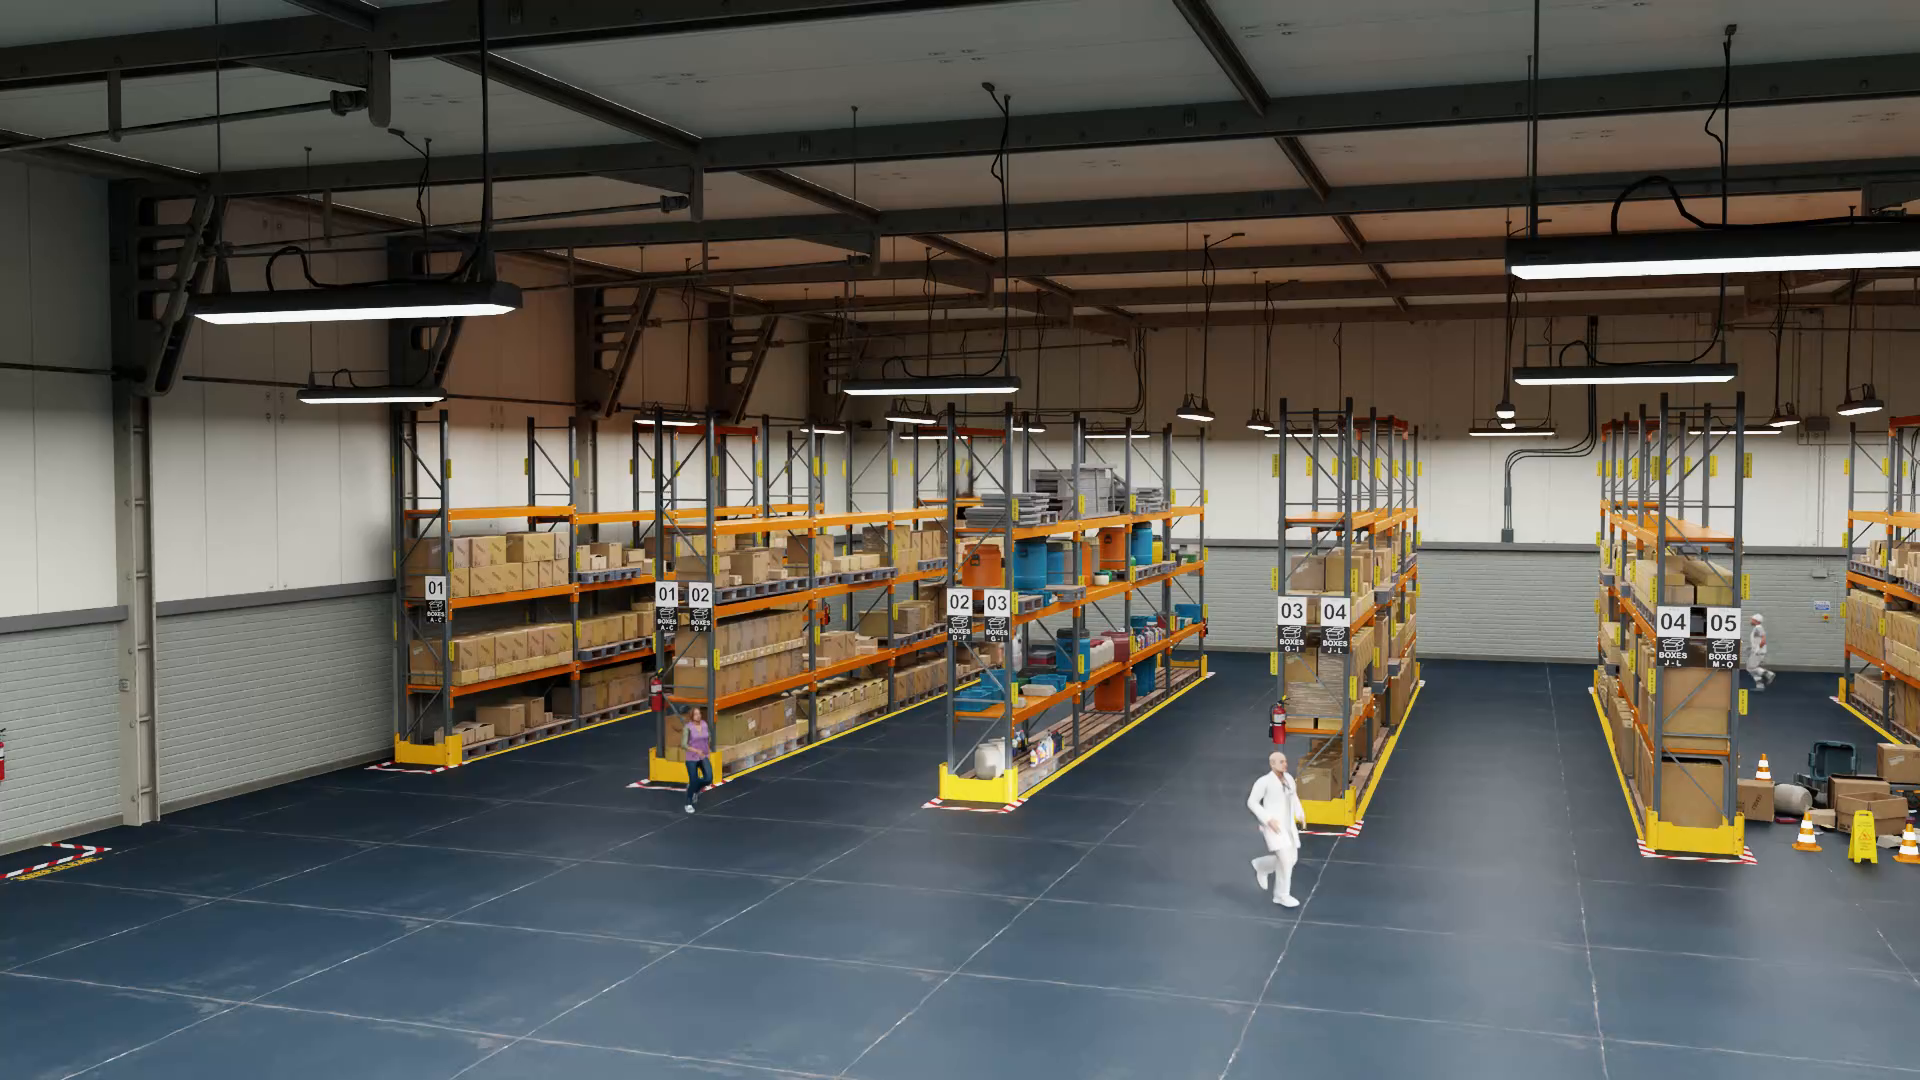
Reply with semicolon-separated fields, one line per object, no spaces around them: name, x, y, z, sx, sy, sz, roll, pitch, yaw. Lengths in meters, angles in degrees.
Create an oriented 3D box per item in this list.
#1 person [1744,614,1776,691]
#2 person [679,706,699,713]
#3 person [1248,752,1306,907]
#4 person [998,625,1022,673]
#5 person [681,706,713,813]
person;17.945;2.538;37.309;0.670;1.746;0.670;1;3;26
person;-4.921;2.816;30.532;0.671;1.787;0.809;1;2;12
person;3.624;3.304;19.178;0.752;1.733;0.774;-2;3;-38
person;1.138;2.612;35.660;0.670;1.742;0.599;0;2;5
person;-3.790;3.188;24.130;0.551;1.557;0.605;-2;3;-36
